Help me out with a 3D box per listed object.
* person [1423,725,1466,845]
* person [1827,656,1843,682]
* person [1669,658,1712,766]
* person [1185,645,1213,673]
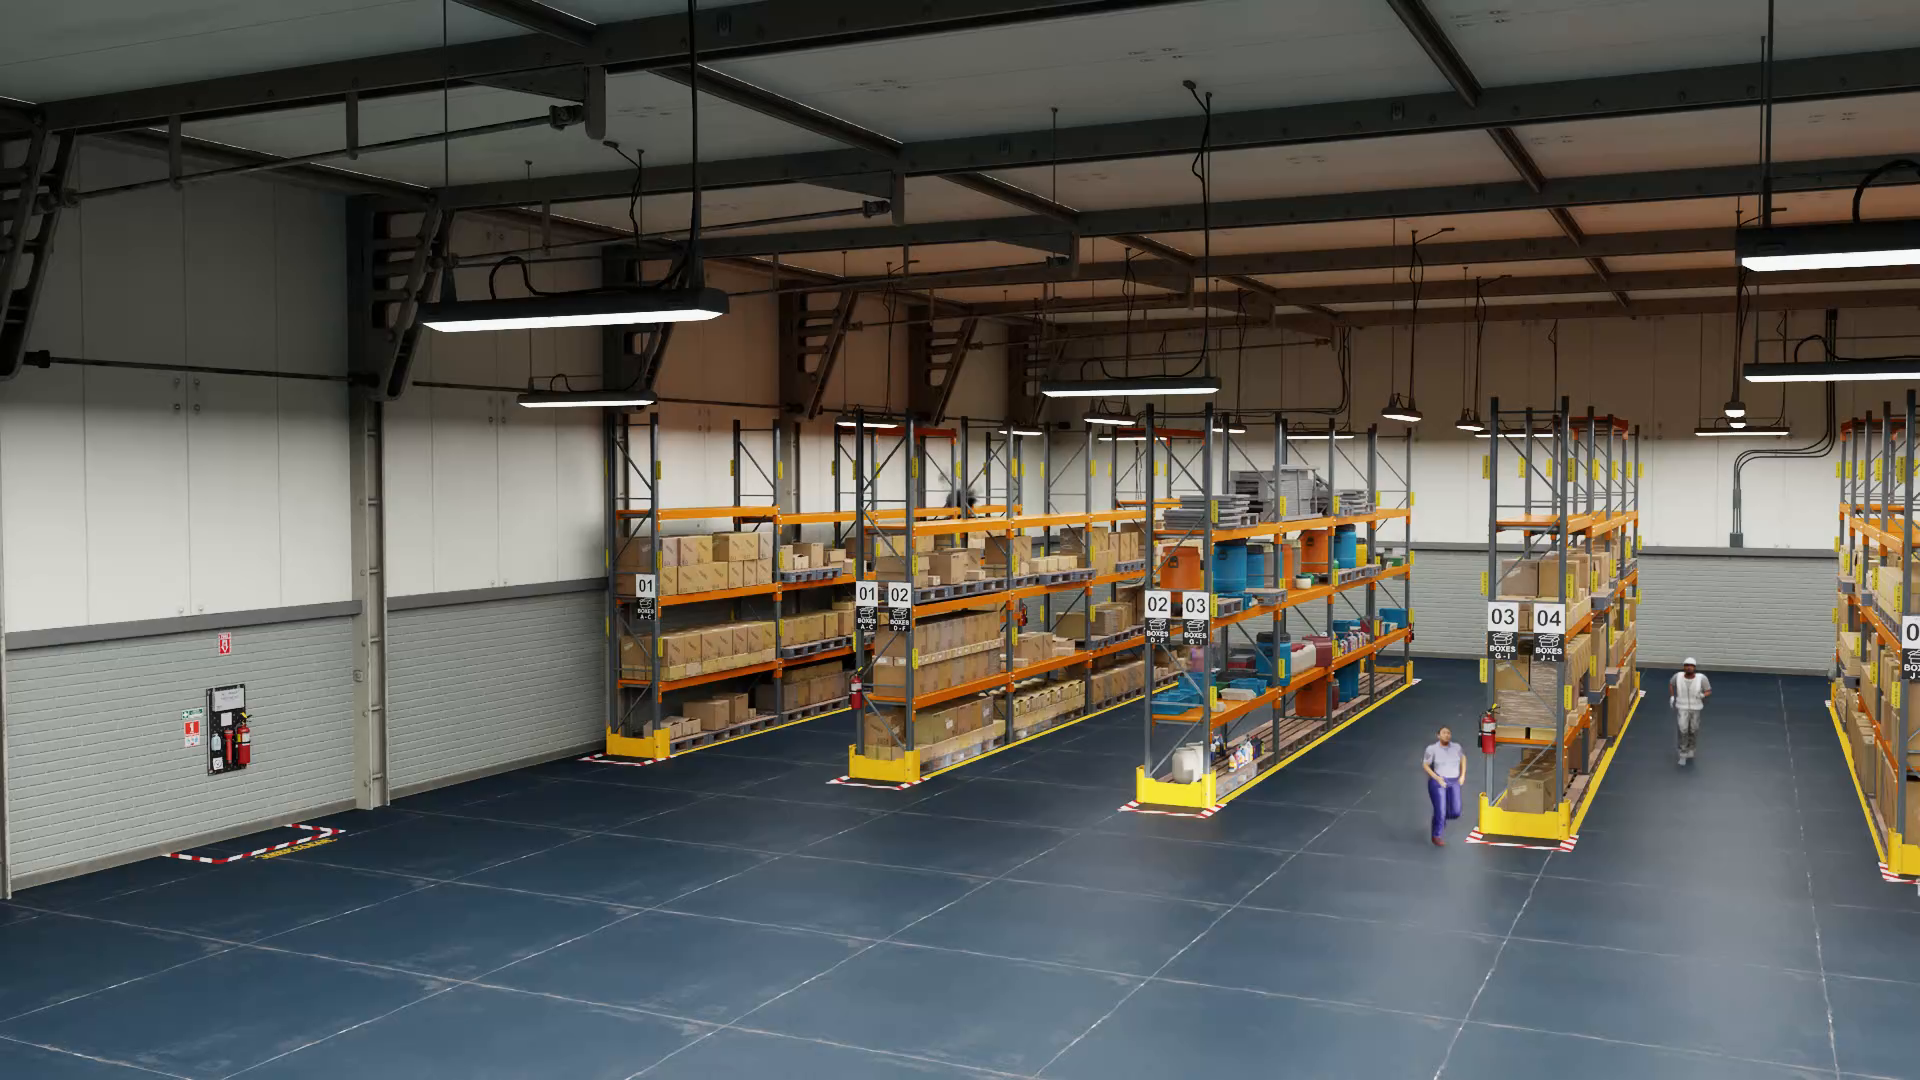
[{"bbox_3d":[6.486,3.278,22.191,0.631,1.599,0.597,0,2,-4],"label":"person"},{"bbox_3d":[19.158,2.672,36.112,0.498,1.626,0.580,0,2,2],"label":"person"},{"bbox_3d":[12.478,2.925,28.416,0.661,1.843,0.796,1,3,21],"label":"person"},{"bbox_3d":[4.860,2.778,33.862,0.522,1.641,0.751,1,3,18],"label":"person"}]
